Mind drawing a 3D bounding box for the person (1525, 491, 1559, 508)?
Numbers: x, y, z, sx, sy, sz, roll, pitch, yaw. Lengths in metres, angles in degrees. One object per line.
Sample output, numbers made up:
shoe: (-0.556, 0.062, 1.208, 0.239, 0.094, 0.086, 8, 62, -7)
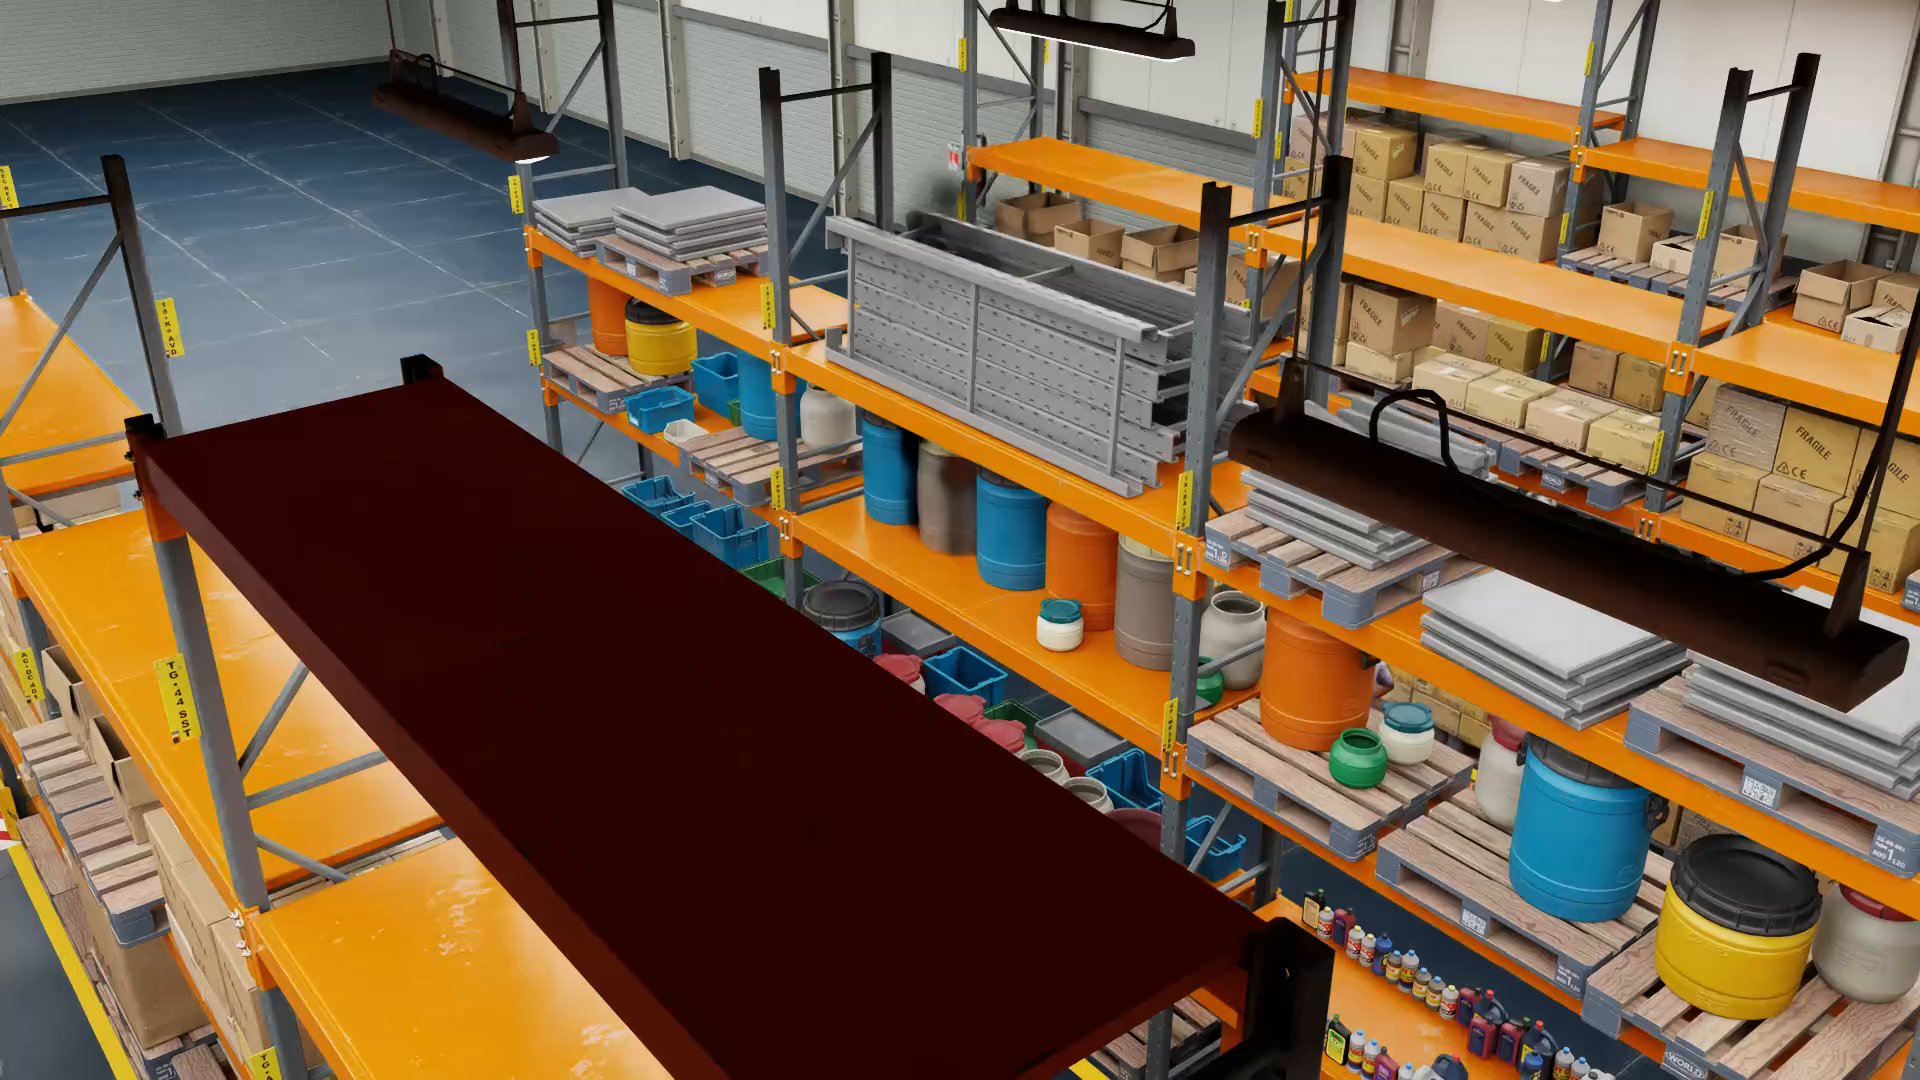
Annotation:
person: (5.650, -0.008, 16.276, 0.823, 1.761, 0.665, 18, 31, 32)

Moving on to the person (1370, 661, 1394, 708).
person: (3.017, 1.467, 12.746, 0.676, 1.679, 0.613, 20, 32, 35)
